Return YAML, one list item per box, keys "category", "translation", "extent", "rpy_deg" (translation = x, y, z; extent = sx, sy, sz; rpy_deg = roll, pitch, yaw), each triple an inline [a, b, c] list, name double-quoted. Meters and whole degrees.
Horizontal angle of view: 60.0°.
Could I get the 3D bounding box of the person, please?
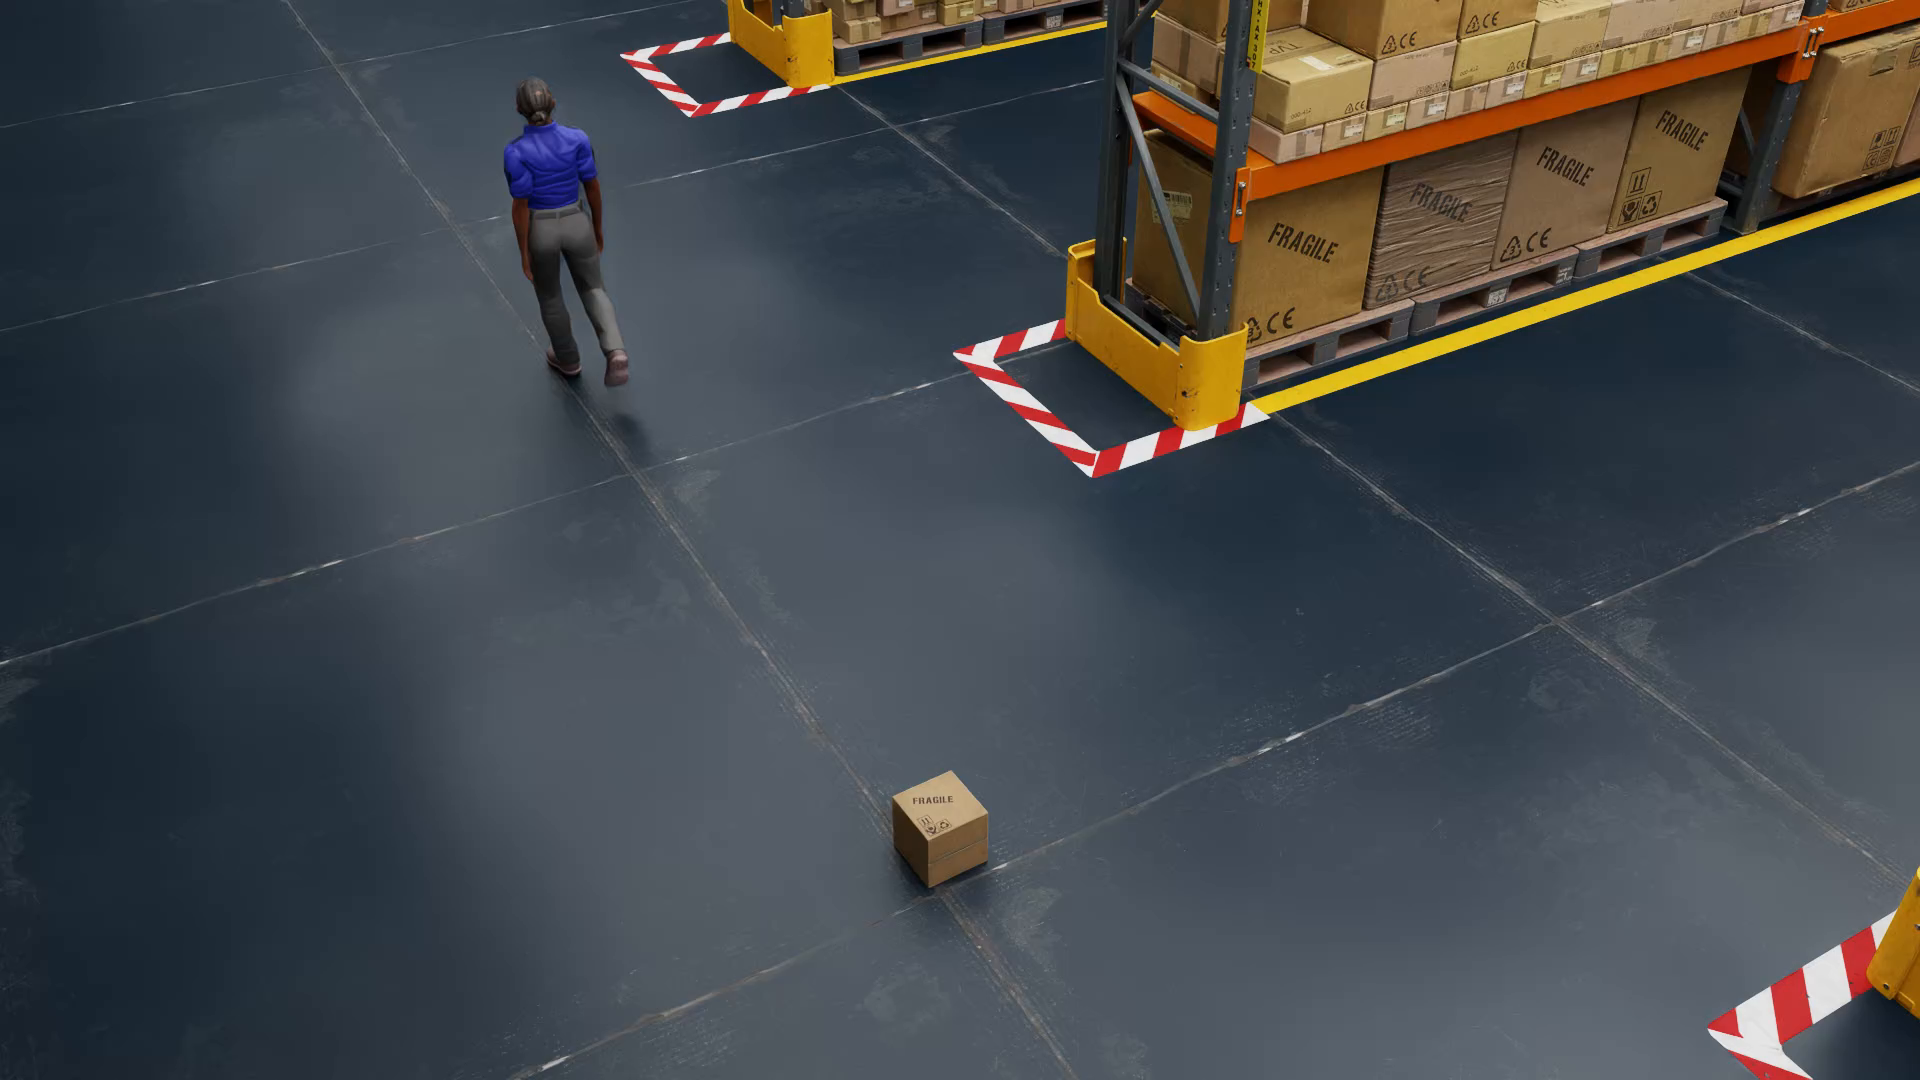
- category: "person"
  translation: [-1.931, -1.466, 8.082]
  extent: [0.450, 1.628, 0.723]
  rpy_deg: [-17, 40, -22]
